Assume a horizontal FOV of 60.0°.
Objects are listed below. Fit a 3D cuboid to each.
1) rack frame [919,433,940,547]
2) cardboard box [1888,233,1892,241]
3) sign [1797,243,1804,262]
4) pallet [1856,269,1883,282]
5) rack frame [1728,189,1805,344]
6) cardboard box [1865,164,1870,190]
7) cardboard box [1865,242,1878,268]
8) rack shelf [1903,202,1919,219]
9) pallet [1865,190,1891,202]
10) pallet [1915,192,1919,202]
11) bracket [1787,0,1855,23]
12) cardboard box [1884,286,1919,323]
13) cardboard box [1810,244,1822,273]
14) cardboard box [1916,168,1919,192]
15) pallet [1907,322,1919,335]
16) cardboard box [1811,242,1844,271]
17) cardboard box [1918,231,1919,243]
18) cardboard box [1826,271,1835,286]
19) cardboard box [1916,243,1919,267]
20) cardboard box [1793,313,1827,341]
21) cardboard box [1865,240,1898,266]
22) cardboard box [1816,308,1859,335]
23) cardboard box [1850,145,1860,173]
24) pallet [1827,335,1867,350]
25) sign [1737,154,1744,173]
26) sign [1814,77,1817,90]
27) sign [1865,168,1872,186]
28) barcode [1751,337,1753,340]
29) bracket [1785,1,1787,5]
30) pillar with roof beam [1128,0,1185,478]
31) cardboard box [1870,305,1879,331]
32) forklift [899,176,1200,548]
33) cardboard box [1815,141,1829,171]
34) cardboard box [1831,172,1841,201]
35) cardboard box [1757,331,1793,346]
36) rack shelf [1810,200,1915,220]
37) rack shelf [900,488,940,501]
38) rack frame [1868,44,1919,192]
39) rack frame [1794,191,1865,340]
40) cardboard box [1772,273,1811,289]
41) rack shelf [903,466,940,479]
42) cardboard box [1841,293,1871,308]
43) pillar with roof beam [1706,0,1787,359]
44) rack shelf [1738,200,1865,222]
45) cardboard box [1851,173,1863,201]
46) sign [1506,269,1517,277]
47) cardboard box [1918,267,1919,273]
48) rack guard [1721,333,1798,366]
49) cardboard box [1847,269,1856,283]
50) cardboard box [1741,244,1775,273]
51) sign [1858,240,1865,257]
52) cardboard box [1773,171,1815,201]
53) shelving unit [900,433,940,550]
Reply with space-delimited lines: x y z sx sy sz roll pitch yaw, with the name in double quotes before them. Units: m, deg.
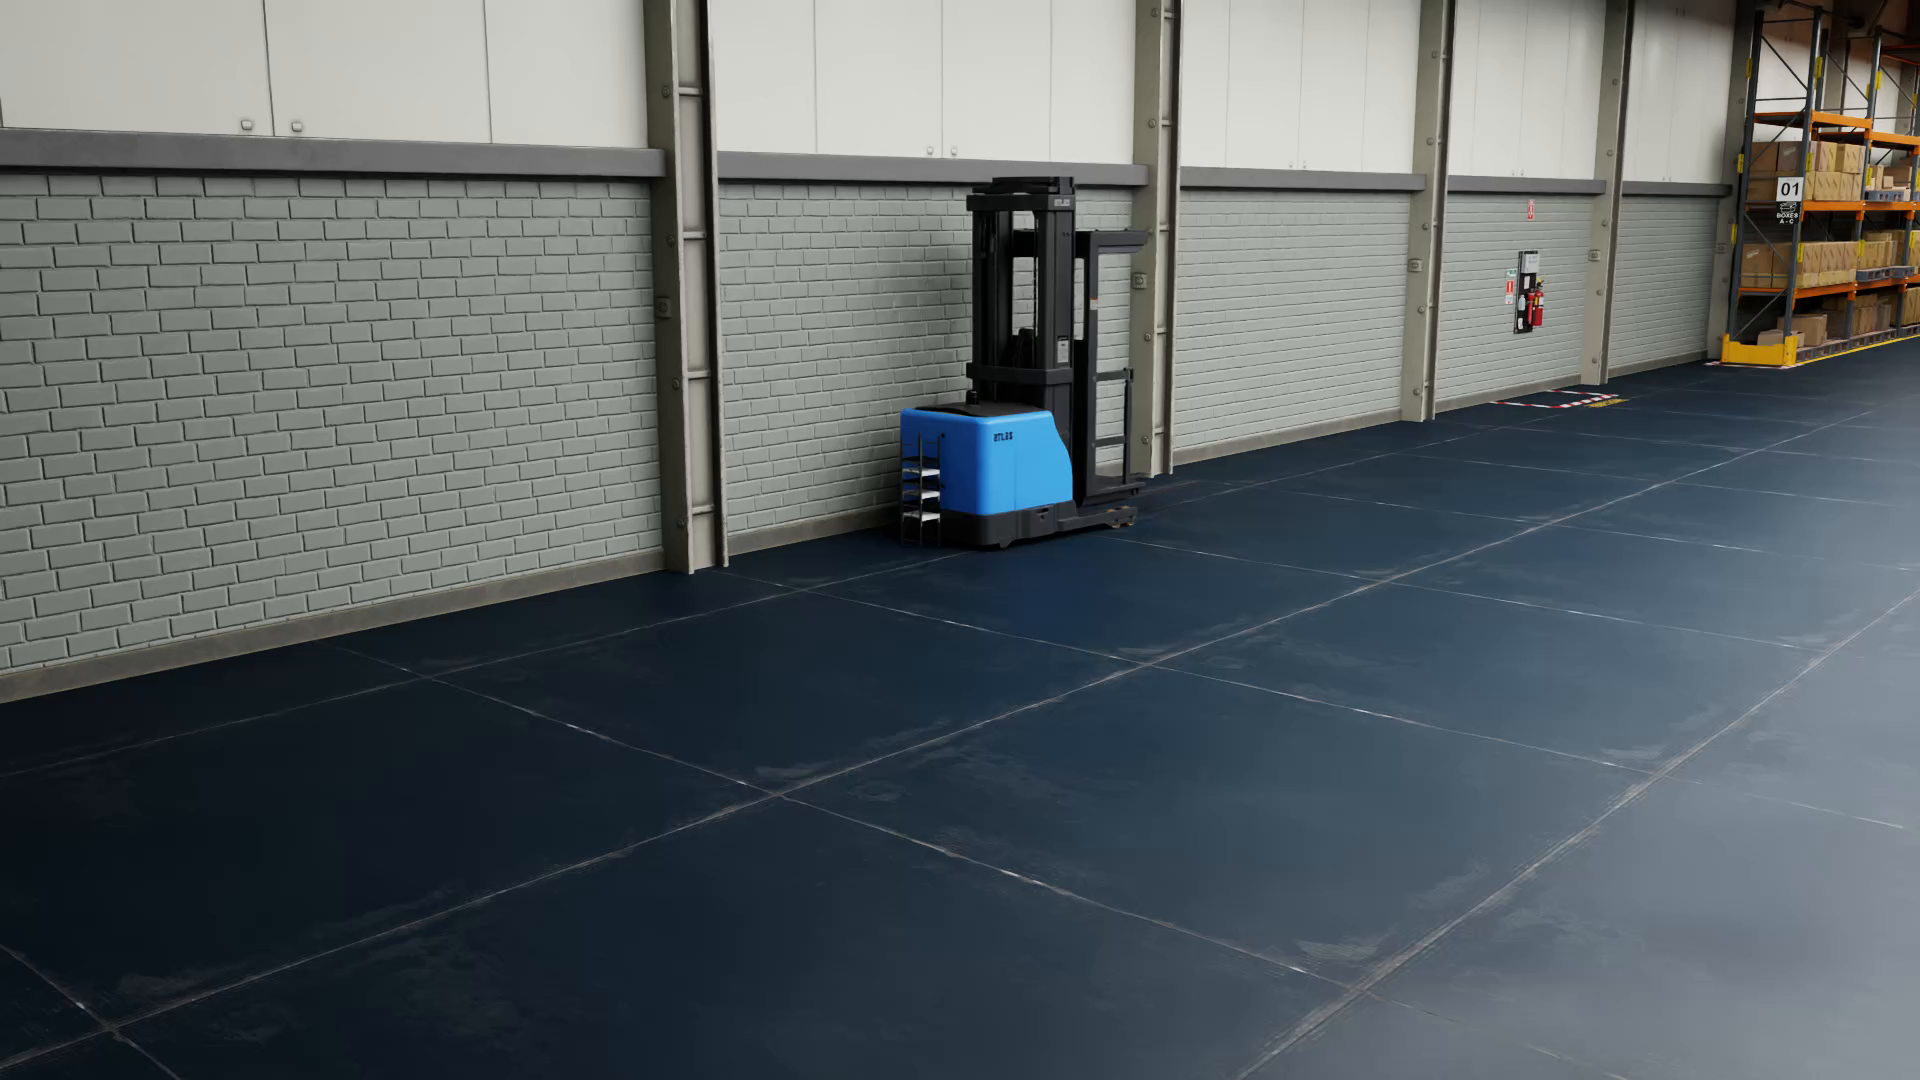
"rack frame" -0.246 -0.403 13.431 0.006 0.900 0.240 -11 16 -44
"cardboard box" 19.094 -6.286 34.489 0.380 0.149 0.250 7 14 33
"sign" 14.426 -4.935 28.550 0.100 0.325 0.005 10 15 40
"pallet" 17.272 -5.168 32.420 1.003 0.211 1.213 10 15 40
"rack frame" 14.018 -4.580 28.986 1.000 3.000 0.127 10 15 40
"cardboard box" 17.080 -6.965 31.938 0.500 0.500 0.500 -9 15 -39
"cardboard box" 17.806 -5.686 33.144 0.500 0.500 0.700 -10 15 -40
"rack shelf" 20.619 -7.170 36.129 1.077 0.370 4.000 10 15 40
"pallet" 17.146 -6.625 32.043 1.213 0.211 1.003 10 15 40
"pallet" 19.684 -7.237 35.112 1.213 0.211 1.003 11 16 43
"bracket" 16.072 -9.897 31.095 0.076 0.066 4.783 10 15 40
"cardboard box" 20.466 -5.128 36.146 0.750 0.750 0.750 10 15 40
"cardboard box" 14.893 -4.987 29.440 0.500 0.500 0.500 10 15 41
"cardboard box" 20.261 -7.736 35.750 0.700 0.500 0.500 11 16 43
"pallet" 20.682 -4.675 36.578 1.003 0.211 1.213 10 15 40
"cardboard box" 15.913 -5.217 30.588 0.500 0.500 0.500 9 15 39
"cardboard box" 20.147 -6.443 35.328 0.500 0.250 0.500 9 15 40
"cardboard box" 15.587 -4.774 30.286 0.500 0.250 0.500 10 15 41
"cardboard box" 20.165 -6.076 35.410 0.500 0.500 0.500 10 15 42
"cardboard box" 16.004 -4.001 31.343 0.500 0.500 0.500 8 14 36
"cardboard box" 18.996 -5.952 34.473 0.700 0.500 0.500 8 14 34
"cardboard box" 17.435 -4.352 33.100 0.700 0.500 0.500 9 15 39
"cardboard box" 16.176 -6.998 30.571 0.500 0.500 0.500 11 16 43
"pallet" 17.171 -3.916 32.780 1.003 0.211 1.213 10 15 40
"sign" 13.614 -6.560 28.979 0.100 0.325 0.005 10 15 40
"sign" 16.238 -8.717 31.593 0.100 0.325 0.005 10 15 40
"sign" 17.071 -6.824 31.242 0.100 0.325 0.005 10 15 40
"barcode" 14.254 -3.627 29.929 0.001 0.075 0.075 10 15 40
"bracket" 14.371 -9.517 29.197 0.235 0.232 0.430 10 15 40
"pillar with roof beam" 5.182 -4.532 13.428 9.100 9.000 0.400 10 15 40
"cardboard box" 18.436 -4.574 34.212 0.700 0.500 0.500 10 15 40
"forklift" 0.894 -1.598 14.227 3.031 2.935 1.130 -11 16 -44
"cardboard box" 14.824 -6.693 29.046 0.500 0.500 0.500 10 15 40
"cardboard box" 15.485 -6.360 29.931 0.500 0.500 0.500 11 16 44
"cardboard box" 14.542 -3.568 29.657 0.500 0.311 0.500 8 14 34
"rack shelf" 17.979 -6.581 33.182 1.077 0.370 4.000 10 15 40
"rack shelf" -0.319 -0.356 13.367 0.200 0.077 0.258 -11 16 -44
"rack frame" 19.299 -8.699 34.291 1.000 3.000 0.127 10 15 40
"rack frame" 16.659 -5.169 31.932 1.000 3.000 0.127 10 15 40
"cardboard box" 14.579 -4.547 29.152 0.500 0.250 0.500 9 15 39
"rack shelf" -0.319 -0.533 13.332 0.200 0.077 0.258 -11 16 -44
"cardboard box" 18.104 -4.850 33.681 0.500 0.250 0.500 10 15 40
"pillar with roof beam" 17.064 -7.181 26.687 9.100 9.000 0.548 10 15 40
"rack shelf" 15.338 -5.993 30.236 1.077 0.370 4.000 10 15 40
"cardboard box" 16.509 -6.592 31.093 0.500 0.500 0.500 10 15 42
"sign" 7.777 -3.763 23.448 0.001 0.109 0.331 10 15 40
"cardboard box" 20.519 -5.855 35.960 0.380 0.149 0.250 10 15 41
"rack guard" 14.068 -3.366 29.286 1.175 0.500 0.348 10 15 40
"cardboard box" 16.574 -4.996 31.400 0.500 0.250 0.500 10 15 40
"cardboard box" 14.170 -4.981 29.410 0.500 0.500 0.500 10 15 40
"sign" 17.071 -5.524 31.502 0.100 0.325 0.005 10 15 40
"cardboard box" 14.427 -6.127 28.765 0.500 0.500 0.500 10 15 42
"shelving unit" -0.319 -0.389 13.361 0.210 0.900 0.258 -11 16 -44
